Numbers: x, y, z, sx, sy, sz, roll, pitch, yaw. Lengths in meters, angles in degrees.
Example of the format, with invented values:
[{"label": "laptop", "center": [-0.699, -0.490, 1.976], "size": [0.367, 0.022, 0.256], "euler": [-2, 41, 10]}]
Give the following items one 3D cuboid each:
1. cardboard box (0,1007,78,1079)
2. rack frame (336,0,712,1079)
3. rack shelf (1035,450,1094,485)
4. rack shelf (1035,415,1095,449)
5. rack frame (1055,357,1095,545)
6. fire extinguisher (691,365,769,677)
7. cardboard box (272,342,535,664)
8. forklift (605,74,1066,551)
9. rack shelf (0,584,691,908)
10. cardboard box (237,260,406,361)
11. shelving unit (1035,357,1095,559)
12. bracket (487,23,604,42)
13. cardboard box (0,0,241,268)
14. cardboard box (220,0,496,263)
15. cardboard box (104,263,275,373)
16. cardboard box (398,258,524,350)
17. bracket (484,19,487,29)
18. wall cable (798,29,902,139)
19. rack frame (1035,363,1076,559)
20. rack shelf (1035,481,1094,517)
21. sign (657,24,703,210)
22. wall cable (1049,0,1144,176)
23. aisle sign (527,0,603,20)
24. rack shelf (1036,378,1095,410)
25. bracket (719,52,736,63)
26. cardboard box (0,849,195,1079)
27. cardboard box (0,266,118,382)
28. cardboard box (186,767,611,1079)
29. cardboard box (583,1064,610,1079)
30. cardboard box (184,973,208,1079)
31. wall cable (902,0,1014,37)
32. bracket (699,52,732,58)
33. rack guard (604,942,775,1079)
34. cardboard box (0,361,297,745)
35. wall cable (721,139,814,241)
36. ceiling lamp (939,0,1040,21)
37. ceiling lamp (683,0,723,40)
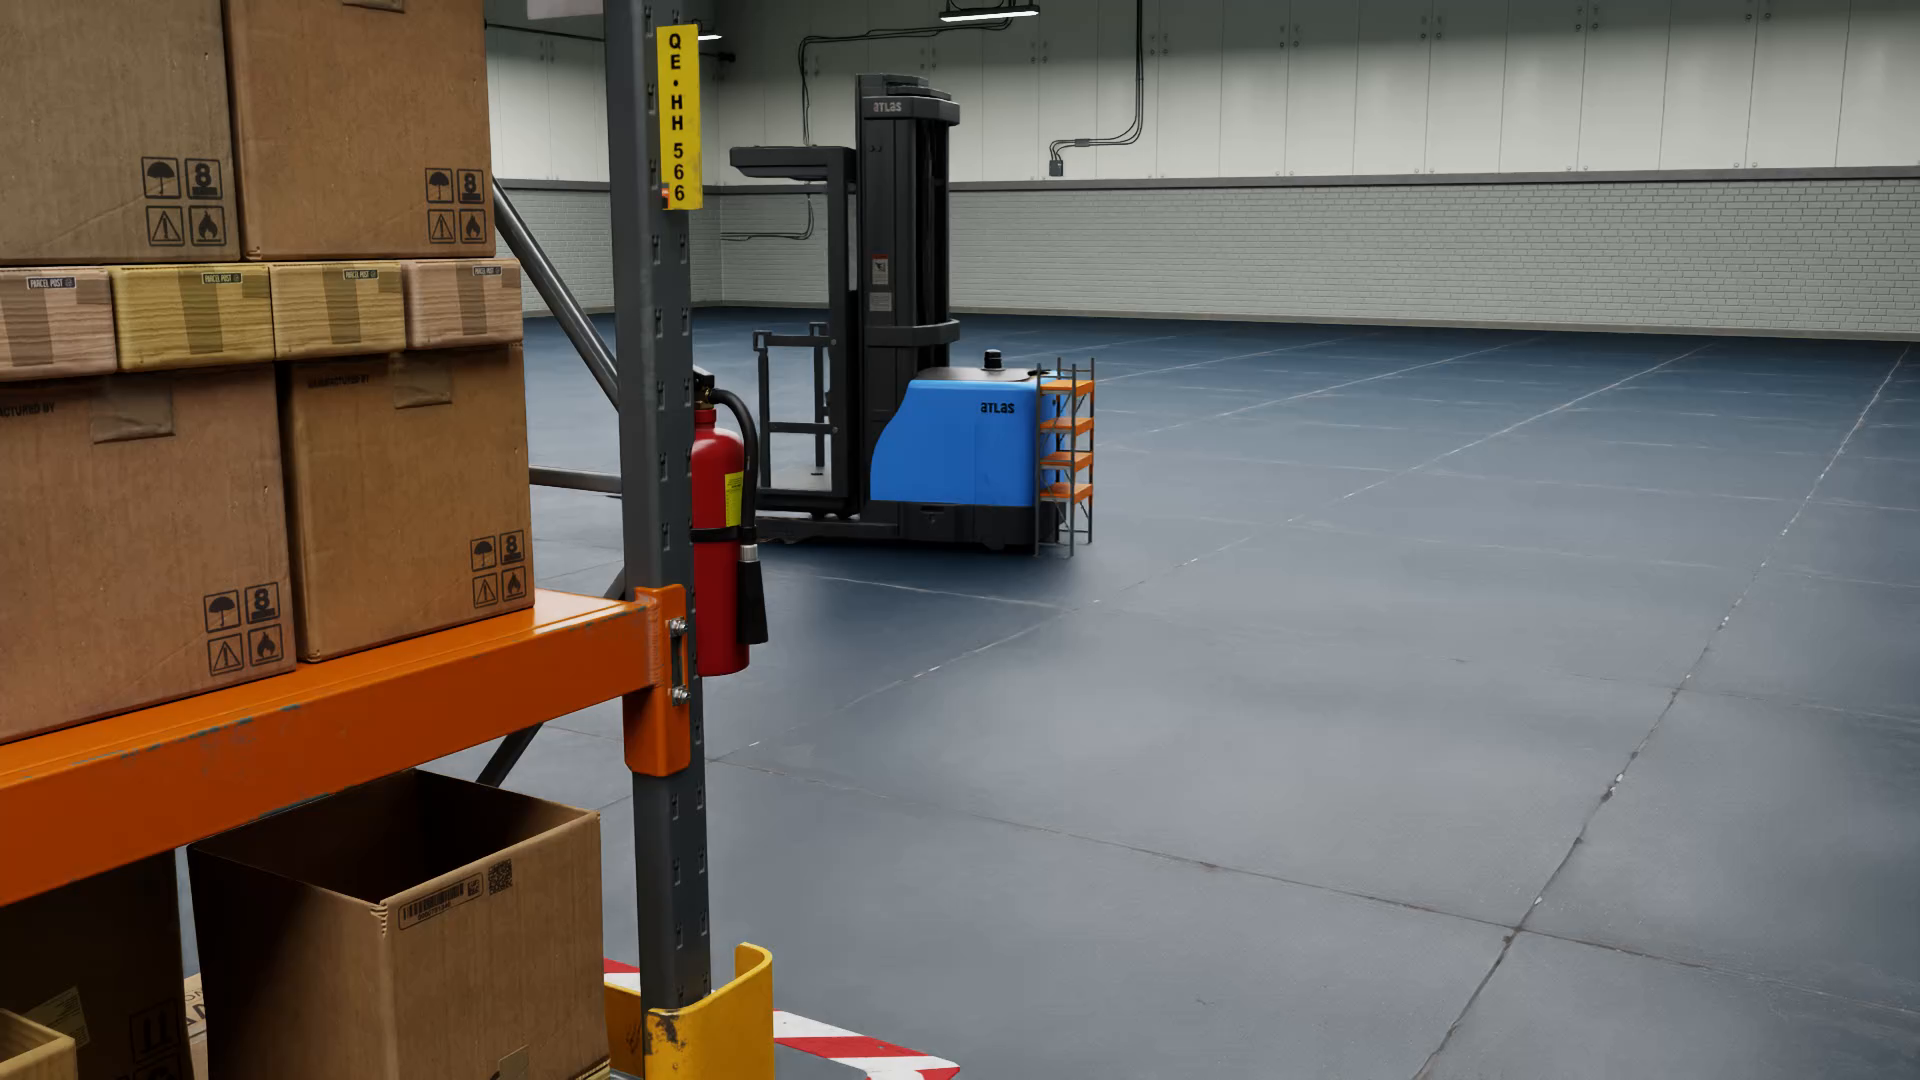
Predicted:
[{"label": "cardboard box", "center": [-1.501, 0.911, 2.144], "size": [0.500, 0.500, 0.500], "euler": [6, 12, 31]}, {"label": "rack frame", "center": [-0.970, -0.137, 3.449], "size": [1.000, 3.000, 0.127], "euler": [6, 12, 31]}, {"label": "rack shelf", "center": [0.658, -0.456, 10.408], "size": [0.258, 0.148, 0.480], "euler": [3, 11, 18]}, {"label": "rack shelf", "center": [0.658, -0.676, 10.367], "size": [0.258, 0.148, 0.480], "euler": [3, 11, 18]}, {"label": "rack frame", "center": [0.733, -0.565, 10.624], "size": [0.240, 1.200, 0.015], "euler": [3, 11, 18]}, {"label": "fire extinguisher", "center": [-0.512, -0.073, 3.318], "size": [0.296, 0.674, 0.183], "euler": [6, 12, 31]}, {"label": "cardboard box", "center": [-1.223, -0.114, 3.054], "size": [0.700, 0.500, 0.500], "euler": [6, 12, 31]}, {"label": "forklift", "center": [-0.861, -1.503, 10.931], "size": [3.031, 2.935, 1.130], "euler": [3, 11, 16]}, {"label": "rack shelf", "center": [-2.008, 0.531, 1.835], "size": [1.077, 0.370, 4.000], "euler": [6, 12, 31]}, {"label": "cardboard box", "center": [-1.140, -0.385, 2.741], "size": [0.380, 0.149, 0.250], "euler": [7, 13, 32]}, {"label": "shelving unit", "center": [0.658, -0.522, 10.395], "size": [0.258, 1.200, 0.503], "euler": [3, 11, 18]}, {"label": "bracket", "center": [-8.955, -11.413, 37.594], "size": [0.076, 0.066, 4.783], "euler": [6, 12, 31]}, {"label": "cardboard box", "center": [-1.519, -0.660, 2.446], "size": [0.700, 0.500, 0.500], "euler": [6, 12, 29]}, {"label": "cardboard box", "center": [-1.251, -0.743, 2.890], "size": [0.700, 0.500, 0.500], "euler": [6, 12, 31]}, {"label": "cardboard box", "center": [-1.273, -0.345, 2.526], "size": [0.380, 0.149, 0.250], "euler": [6, 12, 30]}, {"label": "cardboard box", "center": [-1.006, -0.427, 2.962], "size": [0.380, 0.149, 0.250], "euler": [6, 12, 30]}, {"label": "bracket", "center": [-10.301, -11.005, 35.416], "size": [0.235, 0.232, 0.430], "euler": [6, 12, 31]}, {"label": "wall cable", "center": [-2.733, -11.183, 40.860], "size": [3.097, 2.526, 0.112], "euler": [6, 12, 31]}, {"label": "rack frame", "center": [0.583, -0.479, 10.167], "size": [0.240, 1.200, 0.015], "euler": [3, 11, 18]}, {"label": "rack shelf", "center": [0.658, -0.261, 10.444], "size": [0.258, 0.148, 0.480], "euler": [3, 11, 18]}, {"label": "sign", "center": [-0.514, -0.769, 3.032], "size": [0.100, 0.325, 0.005], "euler": [6, 12, 31]}, {"label": "wall cable", "center": [3.060, -11.247, 37.249], "size": [2.305, 6.003, 0.169], "euler": [6, 12, 31]}, {"label": "aisle sign", "center": [-0.685, -1.397, 3.115], "size": [0.394, 0.787, 0.004], "euler": [6, 12, 31]}, {"label": "rack shelf", "center": [0.658, -0.908, 10.323], "size": [0.258, 0.148, 0.480], "euler": [3, 11, 18]}, {"label": "bracket", "center": [-5.956, -12.321, 42.447], "size": [0.235, 0.232, 0.430], "euler": [6, 12, 31]}, {"label": "cardboard box", "center": [-1.697, 0.781, 2.836], "size": [0.500, 0.500, 0.500], "euler": [6, 12, 31]}, {"label": "cardboard box", "center": [-1.405, -0.306, 2.316], "size": [0.380, 0.149, 0.250], "euler": [7, 12, 31]}, {"label": "cardboard box", "center": [-0.994, 0.752, 2.992], "size": [0.500, 0.500, 0.500], "euler": [6, 12, 31]}, {"label": "cardboard box", "center": [-0.996, 1.121, 3.062], "size": [0.500, 0.250, 0.500], "euler": [6, 12, 31]}, {"label": "cardboard box", "center": [-1.439, 1.071, 3.326], "size": [0.500, 0.250, 0.500], "euler": [6, 12, 31]}, {"label": "wall cable", "center": [-0.088, -13.123, 38.862], "size": [3.097, 2.526, 0.112], "euler": [6, 12, 31]}, {"label": "bracket", "center": [-6.262, -12.228, 41.951], "size": [0.076, 0.066, 3.189], "euler": [6, 12, 31]}, {"label": "rack guard", "center": [-0.958, 1.088, 3.699], "size": [1.175, 0.500, 0.348], "euler": [6, 12, 31]}, {"label": "cardboard box", "center": [-1.492, -0.031, 2.611], "size": [0.700, 0.500, 0.500], "euler": [7, 13, 32]}, {"label": "wall cable", "center": [-5.045, -8.959, 42.705], "size": [3.097, 2.526, 0.112], "euler": [6, 12, 31]}, {"label": "ceiling lamp", "center": [0.664, -11.250, 30.642], "size": [2.000, 3.185, 0.800], "euler": [6, 12, 31]}, {"label": "ceiling lamp", "center": [-5.652, -11.956, 34.413], "size": [2.000, 3.185, 0.800], "euler": [6, 12, 31]}]
